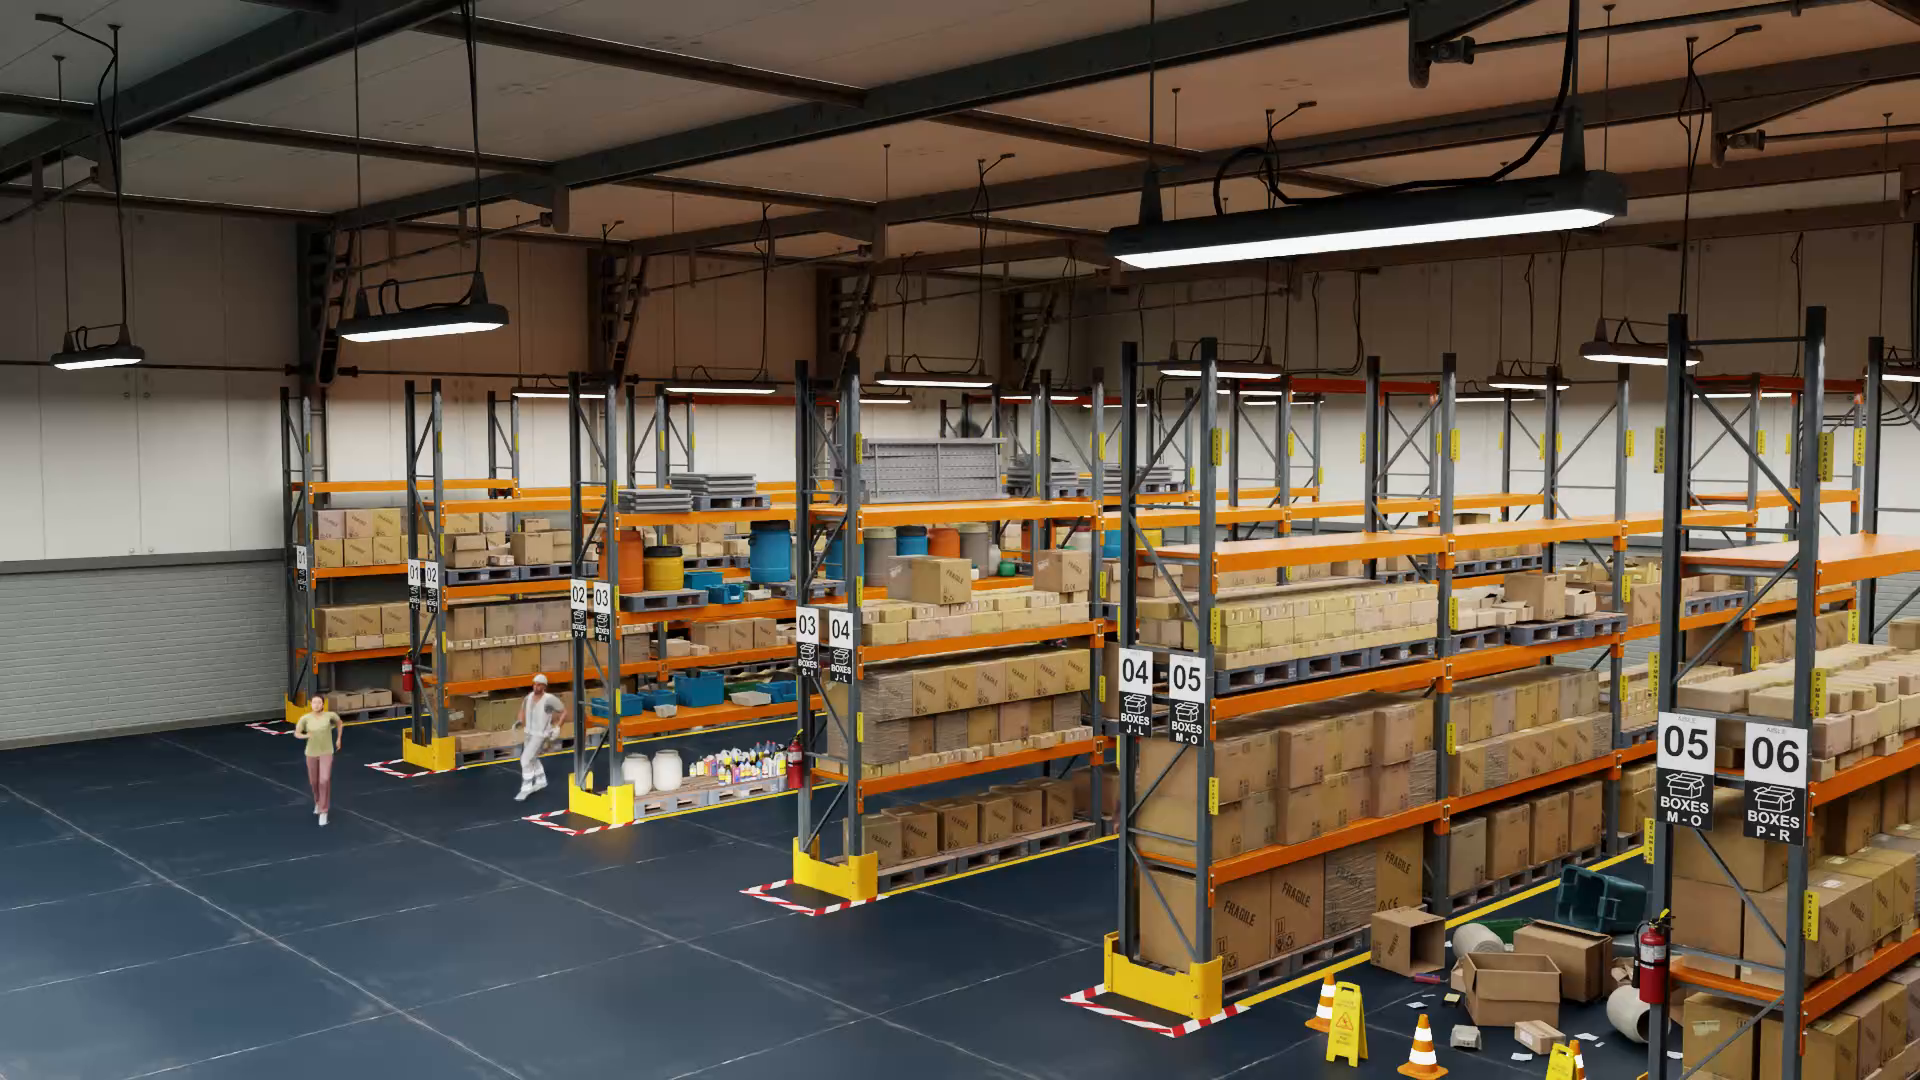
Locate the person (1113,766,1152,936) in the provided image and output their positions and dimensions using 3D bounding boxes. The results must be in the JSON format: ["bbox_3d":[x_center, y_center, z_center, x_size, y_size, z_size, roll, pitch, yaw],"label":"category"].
[{"bbox_3d":[1.904,3.182,17.230,0.718,1.746,0.833,3,5,37],"label":"person"}]

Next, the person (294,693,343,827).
[{"bbox_3d":[-8.574,2.896,22.229,0.576,1.721,0.832,-1,4,-13],"label":"person"}]

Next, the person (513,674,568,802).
[{"bbox_3d":[-5.972,2.785,23.541,0.698,1.800,0.701,2,4,33],"label":"person"}]
